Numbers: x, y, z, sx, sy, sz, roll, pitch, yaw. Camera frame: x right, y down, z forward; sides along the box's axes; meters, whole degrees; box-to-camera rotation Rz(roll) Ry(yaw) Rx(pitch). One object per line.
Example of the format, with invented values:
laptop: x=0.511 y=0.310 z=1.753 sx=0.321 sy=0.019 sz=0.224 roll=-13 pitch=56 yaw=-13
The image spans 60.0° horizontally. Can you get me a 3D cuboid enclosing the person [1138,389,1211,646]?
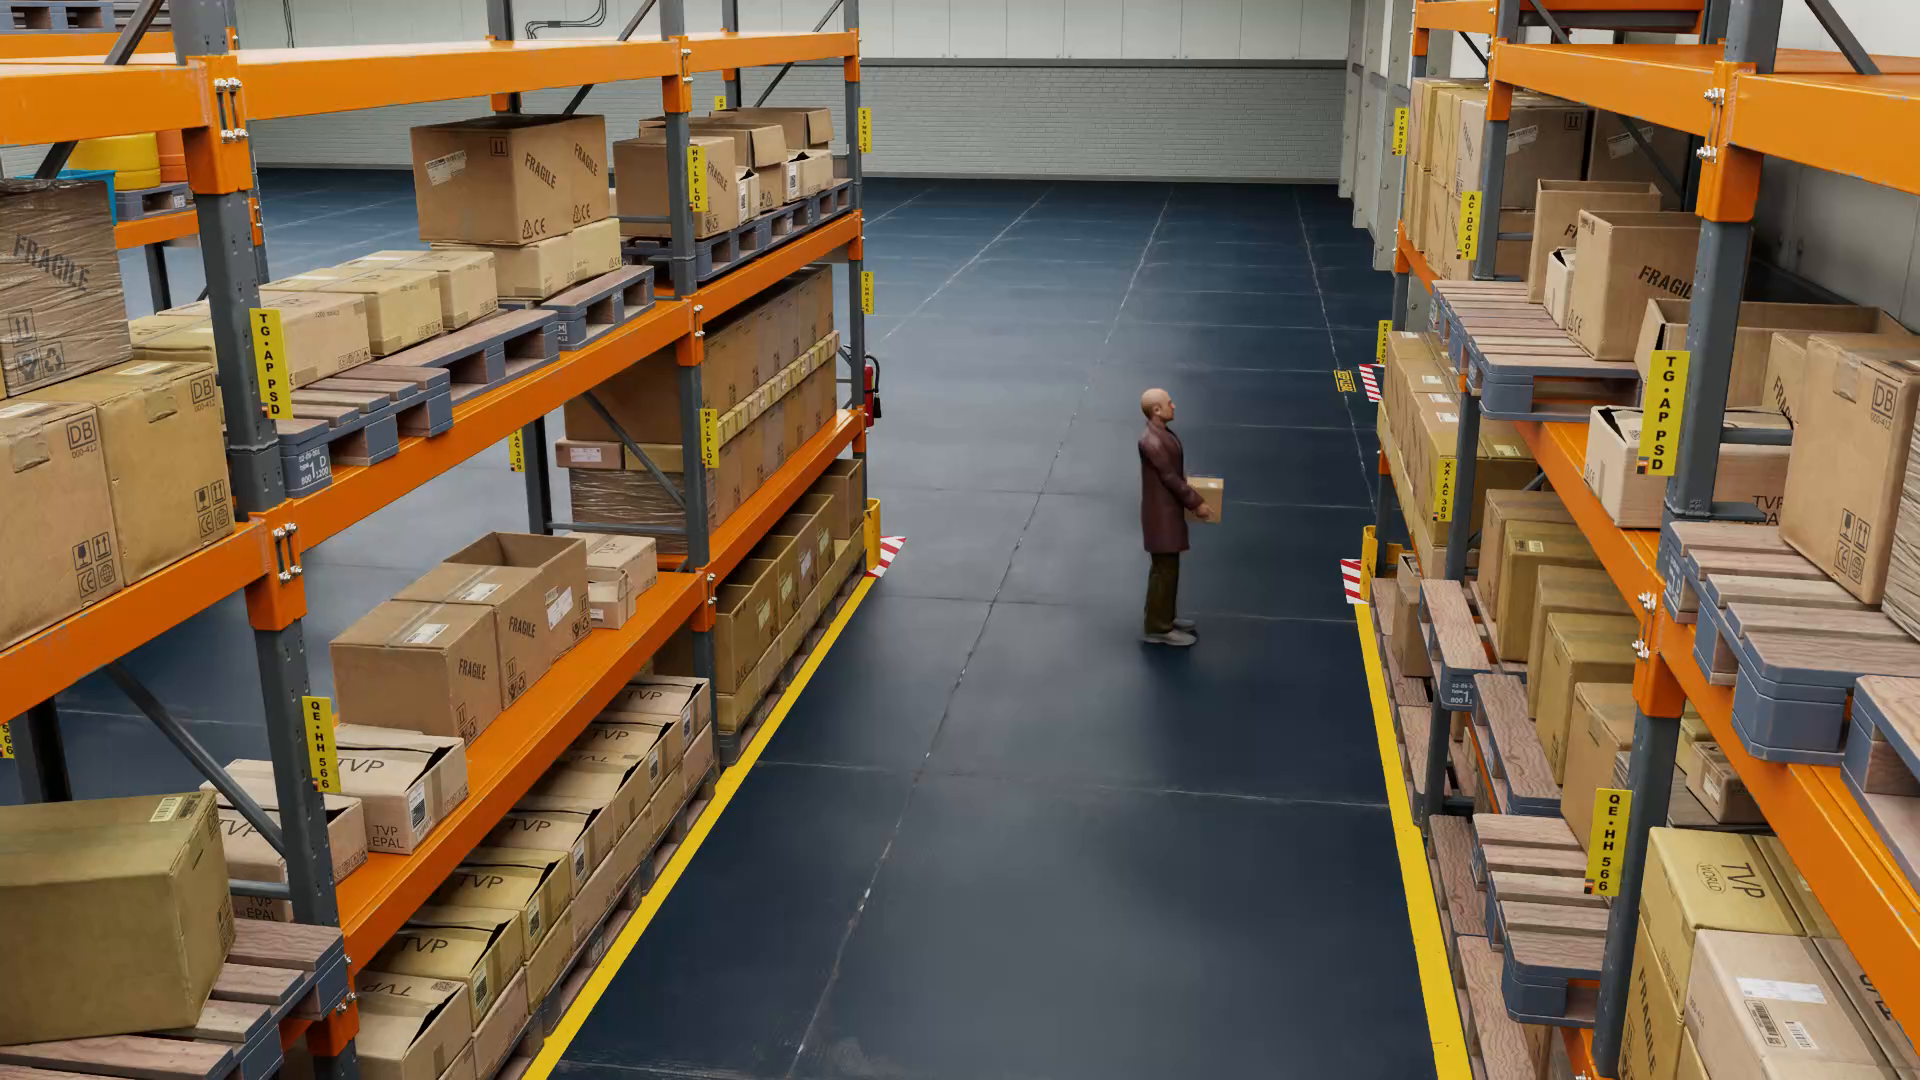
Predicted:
person: x=1.507 y=-0.173 z=11.615 sx=0.550 sy=1.779 sz=0.545 roll=2 pitch=18 yaw=8
